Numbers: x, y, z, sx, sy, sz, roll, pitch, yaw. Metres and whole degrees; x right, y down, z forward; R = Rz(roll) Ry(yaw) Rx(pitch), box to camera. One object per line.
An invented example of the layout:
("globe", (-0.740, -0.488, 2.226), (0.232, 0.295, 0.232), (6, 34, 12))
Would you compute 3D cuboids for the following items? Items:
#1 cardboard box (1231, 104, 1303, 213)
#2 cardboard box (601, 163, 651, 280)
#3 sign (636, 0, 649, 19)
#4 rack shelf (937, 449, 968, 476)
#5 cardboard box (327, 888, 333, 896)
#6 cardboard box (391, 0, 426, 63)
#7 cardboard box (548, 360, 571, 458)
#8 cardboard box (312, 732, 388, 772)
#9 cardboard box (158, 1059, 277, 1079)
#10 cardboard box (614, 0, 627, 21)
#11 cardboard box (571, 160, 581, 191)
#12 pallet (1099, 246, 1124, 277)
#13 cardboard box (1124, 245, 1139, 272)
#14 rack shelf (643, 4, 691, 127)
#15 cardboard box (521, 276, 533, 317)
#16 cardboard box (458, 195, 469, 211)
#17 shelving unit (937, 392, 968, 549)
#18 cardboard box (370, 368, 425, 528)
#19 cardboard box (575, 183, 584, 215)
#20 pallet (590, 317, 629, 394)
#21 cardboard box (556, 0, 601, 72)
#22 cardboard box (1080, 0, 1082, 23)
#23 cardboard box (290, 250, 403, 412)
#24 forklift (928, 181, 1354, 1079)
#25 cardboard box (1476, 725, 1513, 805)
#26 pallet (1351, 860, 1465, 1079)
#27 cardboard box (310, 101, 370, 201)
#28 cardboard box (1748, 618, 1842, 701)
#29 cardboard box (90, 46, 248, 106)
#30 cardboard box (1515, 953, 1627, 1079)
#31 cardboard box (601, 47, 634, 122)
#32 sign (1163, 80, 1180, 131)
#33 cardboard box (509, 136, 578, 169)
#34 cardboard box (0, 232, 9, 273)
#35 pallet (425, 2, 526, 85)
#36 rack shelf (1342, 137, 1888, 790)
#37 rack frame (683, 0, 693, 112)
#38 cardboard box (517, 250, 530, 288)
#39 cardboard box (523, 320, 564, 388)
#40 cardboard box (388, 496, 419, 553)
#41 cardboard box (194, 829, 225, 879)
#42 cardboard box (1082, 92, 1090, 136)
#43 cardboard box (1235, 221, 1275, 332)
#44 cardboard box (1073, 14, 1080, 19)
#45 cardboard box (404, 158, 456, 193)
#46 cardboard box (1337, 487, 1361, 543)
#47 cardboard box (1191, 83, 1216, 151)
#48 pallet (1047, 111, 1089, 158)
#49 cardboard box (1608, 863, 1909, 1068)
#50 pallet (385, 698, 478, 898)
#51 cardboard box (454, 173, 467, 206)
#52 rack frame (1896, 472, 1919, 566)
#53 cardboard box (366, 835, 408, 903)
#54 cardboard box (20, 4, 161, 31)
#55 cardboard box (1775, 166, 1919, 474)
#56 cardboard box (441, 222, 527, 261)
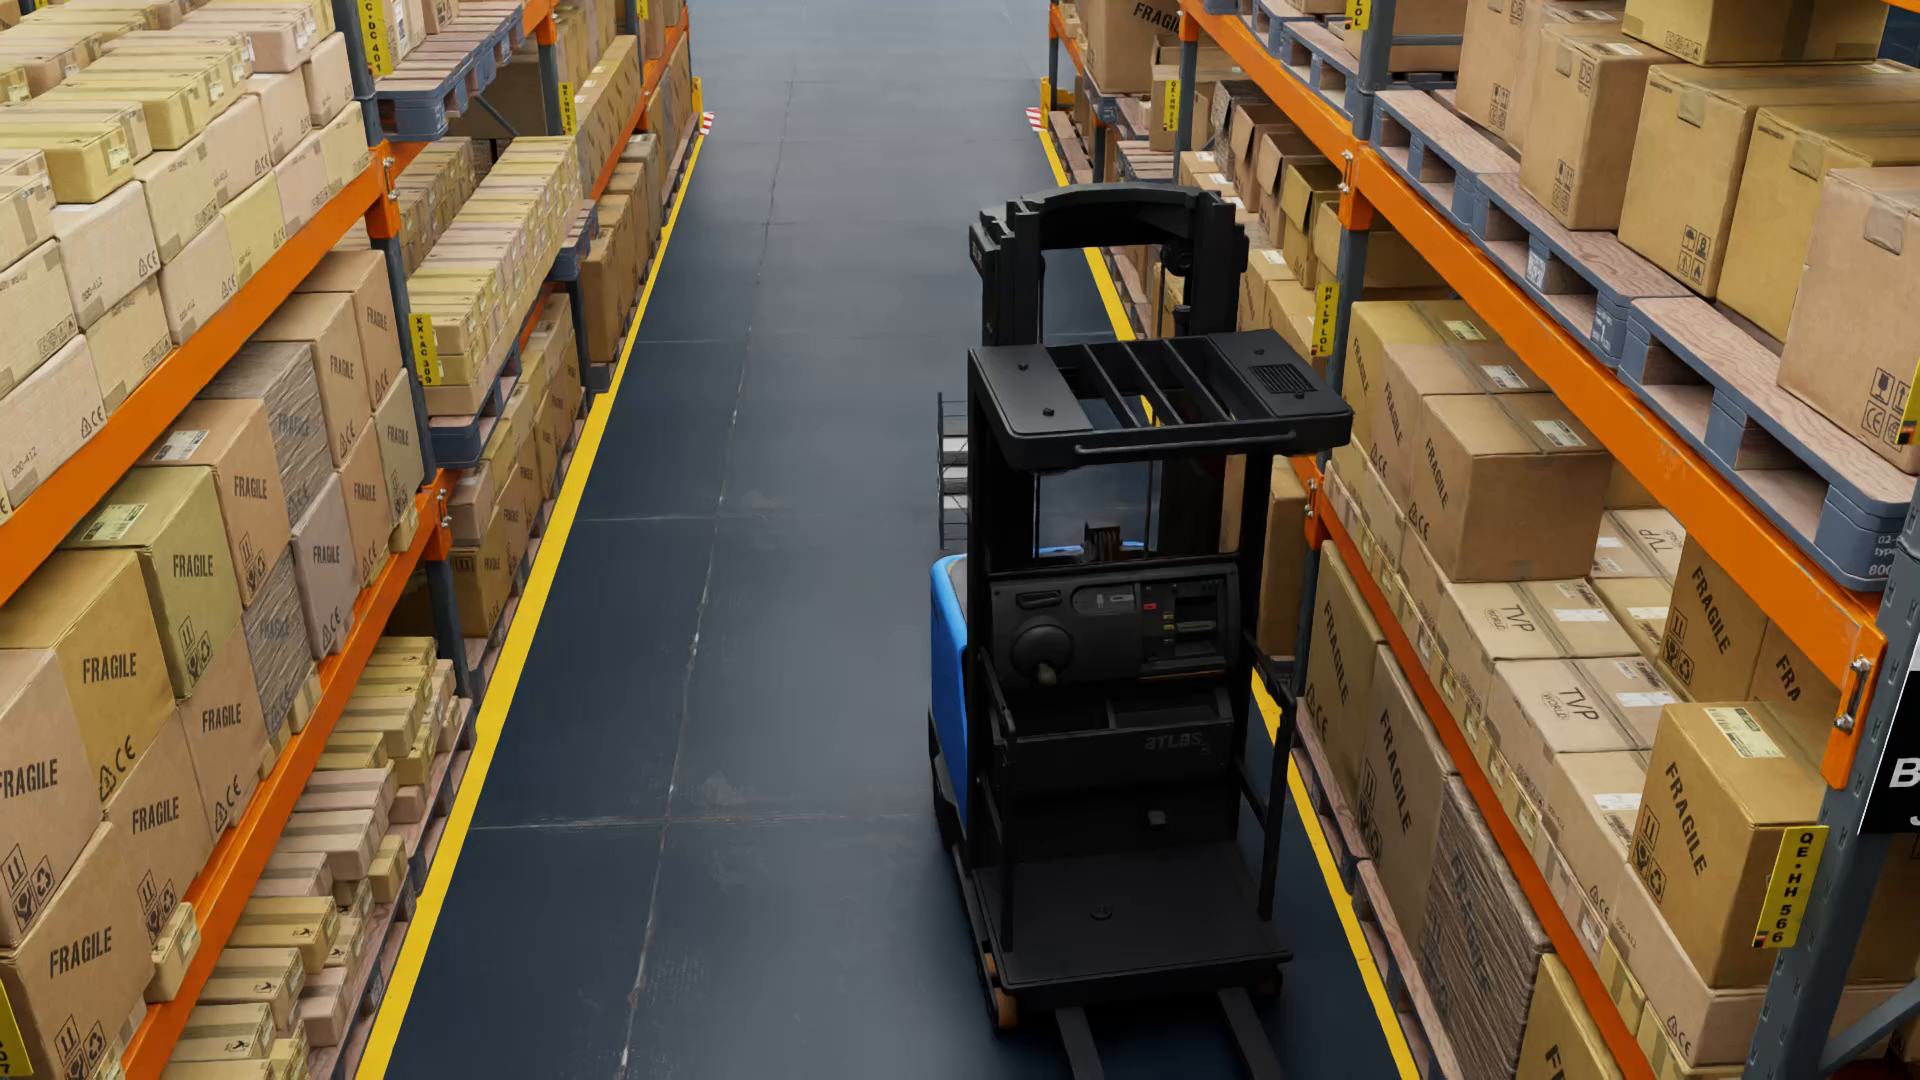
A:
("cardboard box", (1.961, -2.186, 9.504), (0.797, 0.503, 0.637), (-1, 28, -1))
("cardboard box", (-3.091, -2.568, 13.409), (1.050, 0.750, 0.750), (-1, 28, -3))
("sign", (-2.718, -4.606, 14.170), (0.100, 0.325, 0.005), (-1, 28, -3))
("rack shelf", (0.000, -0.445, 9.509), (0.258, 0.077, 0.200), (-1, 28, -3))
("cardboard box", (-2.536, 1.400, 6.128), (0.380, 0.149, 0.250), (0, 28, 0))
("cardboard box", (-2.678, -2.303, 7.321), (0.500, 0.311, 0.500), (-2, 28, -3))
("cardboard box", (-2.732, -0.803, 10.295), (0.500, 0.500, 0.500), (0, 28, -1))
("cardboard box", (-2.554, 0.910, 6.746), (0.380, 0.149, 0.250), (-1, 28, -1))
("cardboard box", (-2.341, 1.752, 5.133), (0.380, 0.149, 0.250), (-1, 28, -3))
("cardboard box", (-3.244, -4.826, 14.430), (0.875, 0.550, 0.550), (-1, 28, -3))
("cardboard box", (-2.570, -2.252, 10.320), (0.380, 0.149, 0.250), (-1, 28, -2))
("pallet", (1.741, -2.587, 14.482), (1.003, 0.211, 1.213), (-1, 28, -3))
("cardboard box", (1.745, -2.506, 13.539), (0.700, 0.500, 0.500), (-4, 28, -7))
("rack shelf", (-3.364, -4.714, 16.323), (1.077, 0.370, 4.000), (-1, 28, -3))
("cardboard box", (-2.477, -1.286, 8.790), (0.380, 0.149, 0.250), (-2, 28, -4))
("cardboard box", (-3.215, -2.002, 10.162), (0.380, 0.149, 0.250), (0, 28, 0))
("shelving unit", (0.000, -0.395, 9.535), (0.258, 0.900, 0.210), (-1, 28, -3))
("cardboard box", (-2.534, -0.375, 6.796), (0.500, 0.500, 0.500), (-1, 28, -3))
("cardboard box", (-2.566, -2.121, 10.390), (0.380, 0.149, 0.250), (-1, 28, -2))
("pallet", (-3.017, -1.392, 12.191), (1.003, 0.211, 1.213), (-1, 28, -3))
("cardboard box", (-3.173, -3.897, 12.790), (0.700, 0.500, 0.500), (-1, 28, -2))
("cardboard box", (1.635, -5.261, 16.163), (0.875, 0.500, 0.500), (-1, 28, -3))
("cardboard box", (-2.547, -0.824, 6.576), (0.500, 0.500, 0.500), (-2, 28, -4))
("forklift", (0.611, 0.355, 5.899), (1.130, 2.935, 3.031), (-5, 28, -9))
("cardboard box", (1.909, 0.722, 5.393), (0.380, 0.149, 0.250), (-1, 28, -2))
("pallet", (2.145, 1.666, 6.328), (1.003, 0.211, 1.213), (-1, 28, -3))
("cardboard box", (-2.546, -1.459, 6.222), (0.500, 0.250, 0.500), (-1, 28, -1))
("cardboard box", (2.544, 0.502, 4.574), (0.500, 0.500, 0.500), (-2, 28, -4))
("cardboard box", (-2.490, -1.458, 5.249), (0.380, 0.149, 0.250), (-2, 28, -5))
("cardboard box", (2.212, 1.821, 4.858), (0.875, 0.875, 0.875), (-1, 28, -3))
("cardboard box", (-2.939, -3.686, 13.466), (0.500, 0.500, 0.500), (-2, 28, -3))
("sign", (1.366, -2.796, 10.702), (0.100, 0.325, 0.005), (-1, 28, -3))
("cardboard box", (-2.567, -2.386, 10.255), (0.380, 0.149, 0.250), (-2, 28, -5))
("cardboard box", (-2.359, -0.630, 3.662), (0.380, 0.149, 0.250), (-1, 28, -3))
("pallet", (-2.825, -2.429, 8.122), (1.213, 0.211, 1.003), (-1, 28, -3))
("rack shelf", (2.221, -0.576, 5.145), (1.077, 0.370, 4.000), (-1, 28, -3))
("rack frame", (-3.468, -5.957, 17.928), (1.000, 3.000, 0.127), (-1, 28, -3))
("cardboard box", (-2.476, -1.421, 8.726), (0.380, 0.149, 0.250), (-2, 28, -4))
("cardboard box", (-2.716, -1.130, 10.112), (0.500, 0.250, 0.500), (-1, 28, -2))
("cardboard box", (-2.471, -0.061, 6.896), (0.380, 0.149, 0.250), (-2, 28, -4))
("cardboard box", (-2.478, 0.901, 5.050), (0.380, 0.149, 0.250), (-2, 28, -3))
("cardboard box", (1.571, -4.544, 17.468), (0.500, 0.500, 0.500), (6, 28, 11))
("cardboard box", (1.745, -1.443, 9.166), (0.500, 0.500, 0.500), (-1, 28, -2))
("cardboard box", (1.339, -5.204, 16.756), (0.380, 0.149, 0.250), (-1, 28, -3))
("cardboard box", (-3.195, -2.146, 9.794), (0.380, 0.149, 0.250), (-2, 28, -3))
("cardboard box", (1.814, -0.111, 6.991), (0.380, 0.149, 0.250), (-2, 28, -4))
("cardboard box", (1.840, -2.815, 11.341), (0.500, 0.500, 0.500), (-5, 28, -9))
("pallet", (1.501, -4.383, 17.925), (1.003, 0.211, 1.213), (-1, 28, -3))
("cardboard box", (2.035, 1.076, 4.284), (0.500, 0.250, 0.500), (-2, 28, -3))
("pallet", (-2.771, 1.130, 7.354), (1.003, 0.211, 1.213), (-1, 28, -3))
("cardboard box", (-3.210, -2.116, 10.059), (0.380, 0.149, 0.250), (0, 28, 0))
("rack frame", (2.326, -1.301, 2.514), (1.000, 3.000, 0.127), (-1, 28, -3))
("cardboard box", (-2.427, 1.313, 6.617), (0.380, 0.149, 0.250), (-1, 28, -3))
("cardboard box", (-3.088, -1.810, 5.924), (0.380, 0.149, 0.250), (-3, 28, -5))
("cardboard box", (2.245, -0.485, 3.522), (0.700, 0.500, 0.500), (-3, 28, -6))
("cardboard box", (-2.472, -1.544, 8.641), (0.380, 0.149, 0.250), (0, 28, -1))
